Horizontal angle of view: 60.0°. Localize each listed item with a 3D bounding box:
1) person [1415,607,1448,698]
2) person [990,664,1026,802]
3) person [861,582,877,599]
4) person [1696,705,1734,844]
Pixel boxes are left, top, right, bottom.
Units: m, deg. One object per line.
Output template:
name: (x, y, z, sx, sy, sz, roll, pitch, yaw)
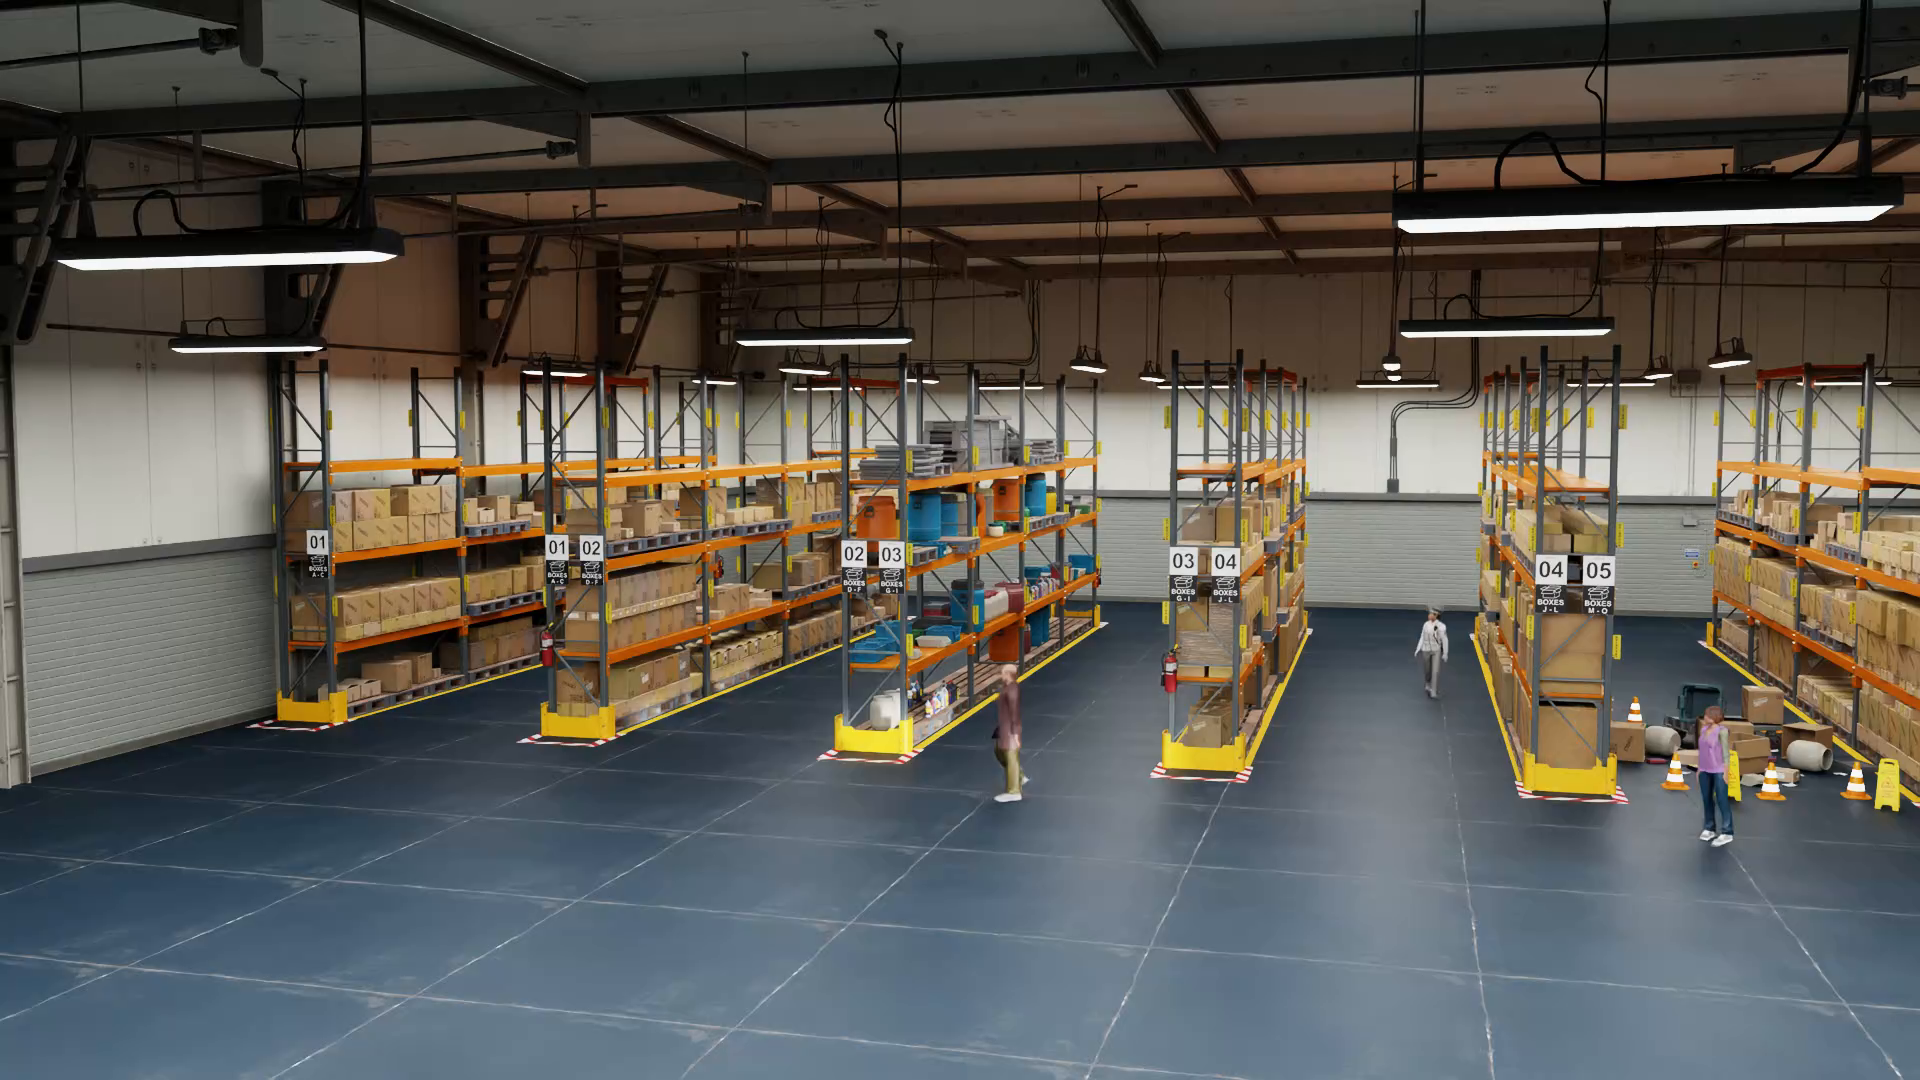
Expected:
person: (8.556, 2.020, 30.140, 0.576, 1.646, 0.888, 2, 4, 20)
person: (0.662, 2.530, 21.966, 0.484, 1.811, 0.636, -1, 4, -9)
person: (-2.375, 1.075, 43.062, 0.490, 1.673, 0.634, 0, 4, 5)
person: (8.974, 2.777, 19.798, 0.357, 1.608, 0.486, -3, 5, -32)
